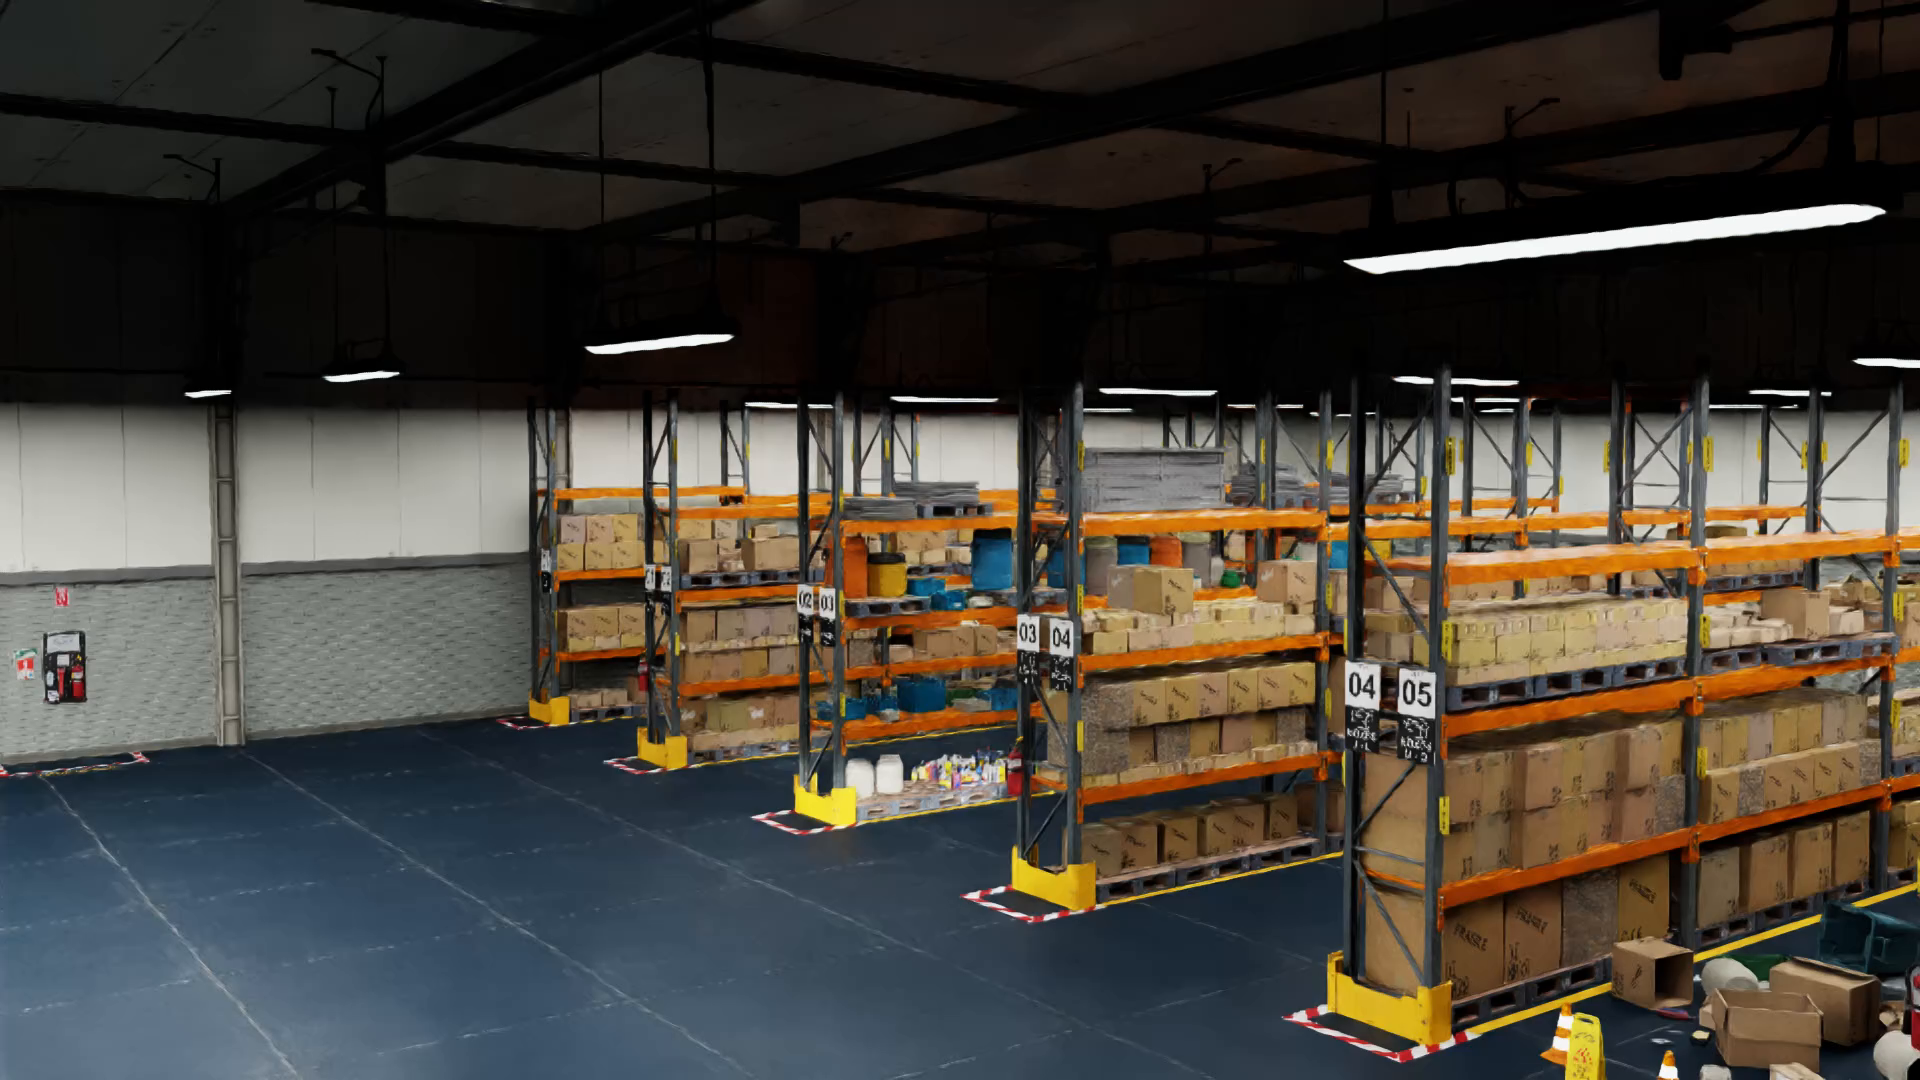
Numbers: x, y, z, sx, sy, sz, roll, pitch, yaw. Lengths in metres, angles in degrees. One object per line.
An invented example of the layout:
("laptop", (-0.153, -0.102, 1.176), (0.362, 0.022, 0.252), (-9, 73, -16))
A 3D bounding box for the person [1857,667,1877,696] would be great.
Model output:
("person", (16.581, 2.589, 30.296), (0.531, 1.586, 0.457), (1, 3, 14))

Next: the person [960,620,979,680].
("person", (0.259, 2.225, 34.323), (0.451, 1.785, 0.670), (2, 4, 31))
